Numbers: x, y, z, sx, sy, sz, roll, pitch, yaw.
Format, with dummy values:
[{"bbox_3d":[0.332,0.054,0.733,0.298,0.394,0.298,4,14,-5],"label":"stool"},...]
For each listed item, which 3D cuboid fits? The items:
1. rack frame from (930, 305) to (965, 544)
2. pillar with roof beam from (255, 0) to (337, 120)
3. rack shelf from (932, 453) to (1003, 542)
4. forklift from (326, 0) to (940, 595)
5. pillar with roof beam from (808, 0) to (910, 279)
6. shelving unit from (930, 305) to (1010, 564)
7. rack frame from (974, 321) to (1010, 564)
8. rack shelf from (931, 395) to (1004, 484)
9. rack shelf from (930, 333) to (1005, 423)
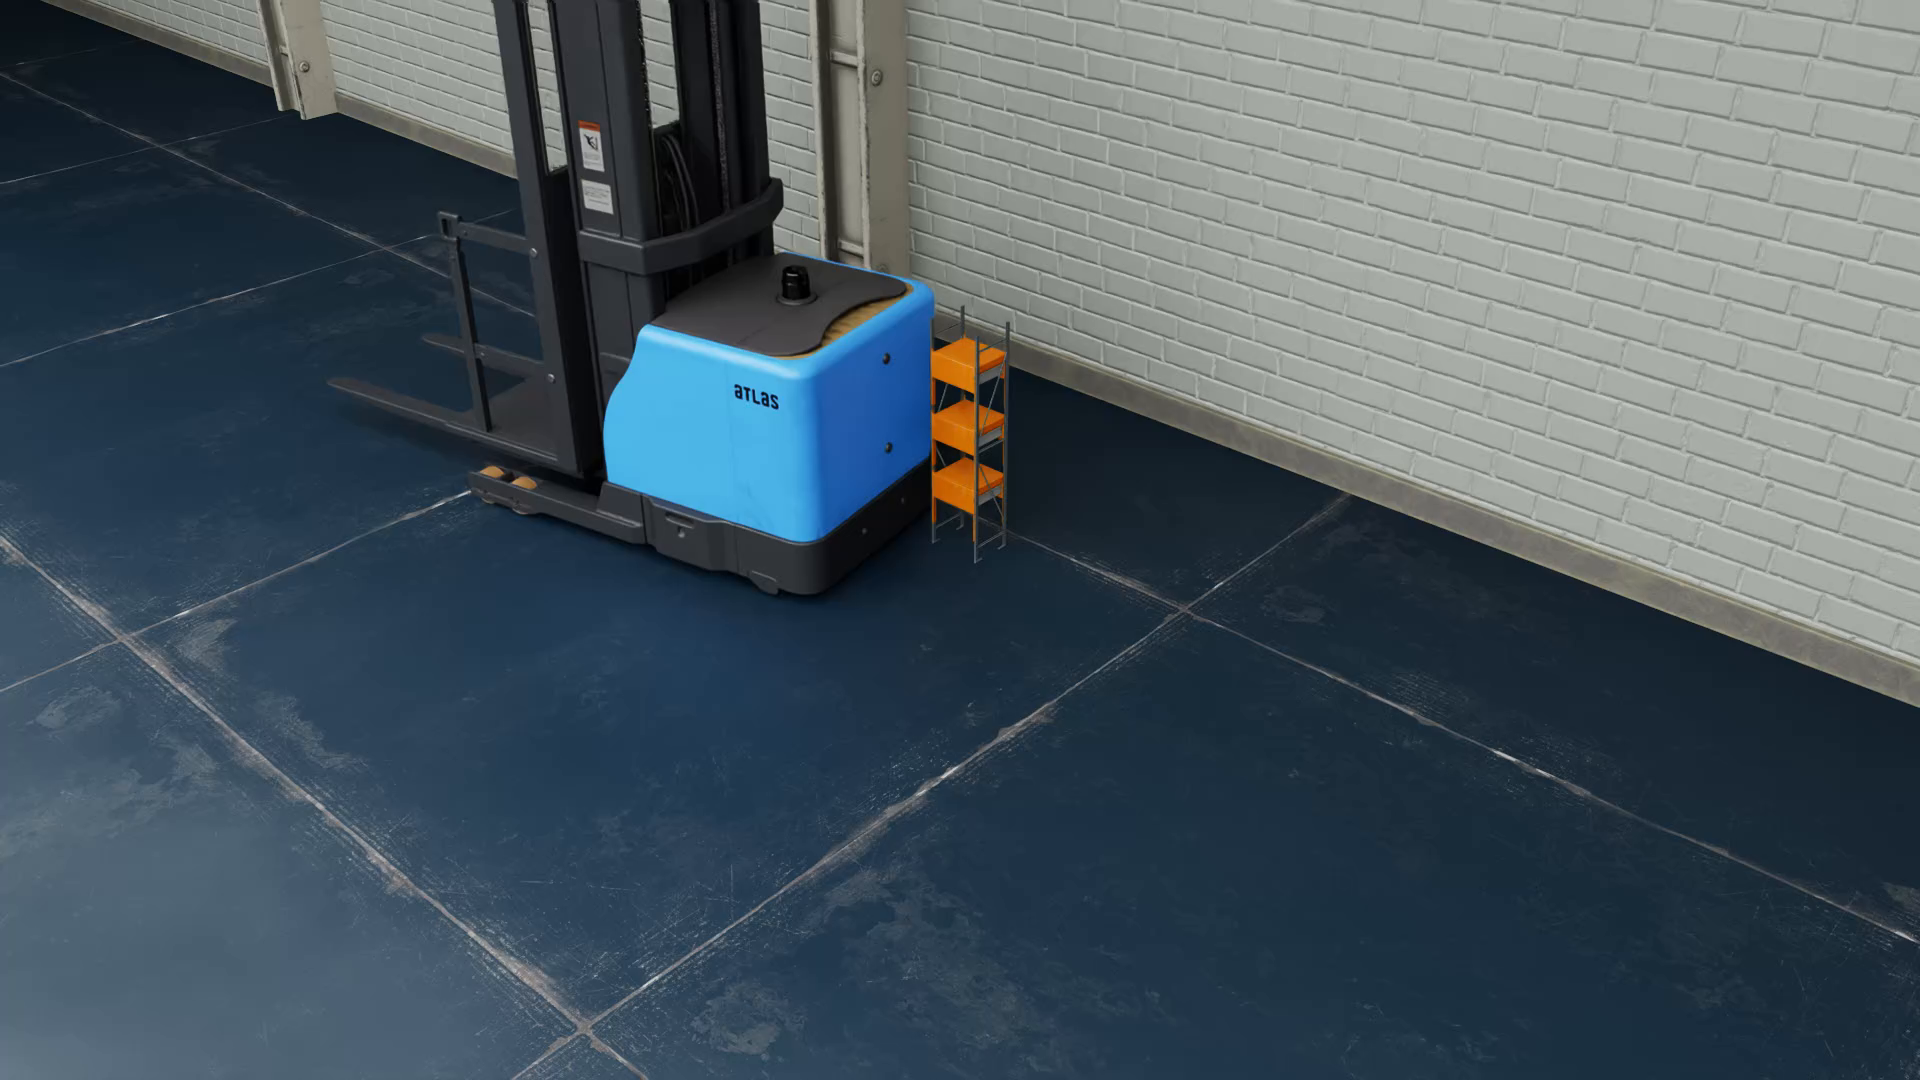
[{"bbox_3d":[-0.051,-0.473,7.019,0.008,1.050,0.200,25,39,35],"label":"rack frame"},{"bbox_3d":[-7.855,-5.492,7.647,0.400,9.000,9.100,25,39,35],"label":"pillar with roof beam"},{"bbox_3d":[0.040,-0.184,7.097,0.240,0.259,0.215,25,39,35],"label":"rack shelf"},{"bbox_3d":[-1.620,-1.584,7.039,3.031,2.935,1.130,17,35,26],"label":"forklift"},{"bbox_3d":[-3.407,-3.415,4.198,0.400,9.000,9.100,25,39,35],"label":"pillar with roof beam"},{"bbox_3d":[0.040,-0.431,6.948,0.252,1.050,0.215,25,39,35],"label":"shelving unit"},{"bbox_3d":[0.130,-0.389,6.878,0.008,1.050,0.200,25,39,35],"label":"rack frame"},{"bbox_3d":[0.040,-0.422,6.954,0.240,0.259,0.215,25,39,35],"label":"rack shelf"},{"bbox_3d":[0.040,-0.665,6.808,0.240,0.259,0.215,25,39,35],"label":"rack shelf"}]
